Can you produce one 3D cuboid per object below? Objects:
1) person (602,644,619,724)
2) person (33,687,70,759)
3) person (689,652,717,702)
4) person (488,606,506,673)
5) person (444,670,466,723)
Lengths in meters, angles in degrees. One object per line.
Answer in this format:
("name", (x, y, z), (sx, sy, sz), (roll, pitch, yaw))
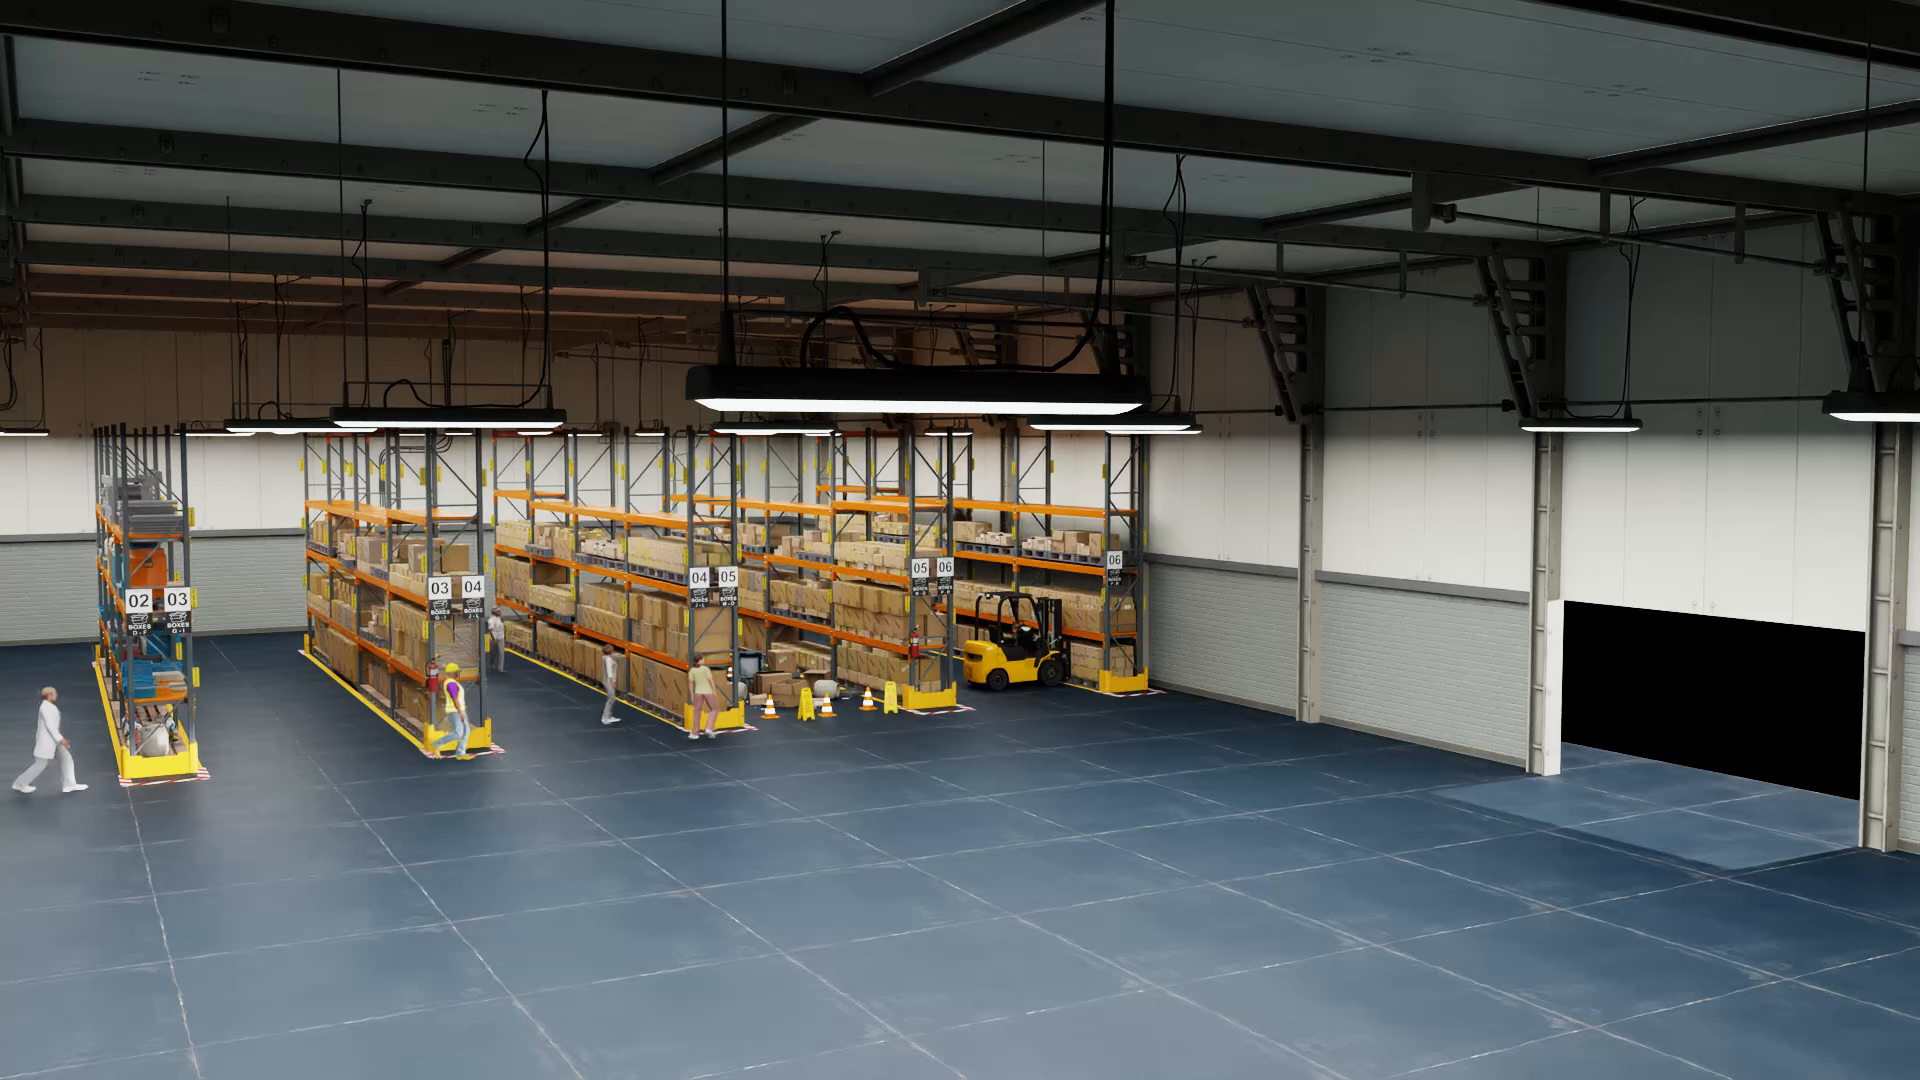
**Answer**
("person", (-7.078, 2.904, 33.623), (0.326, 1.625, 0.504), (0, 3, -7))
("person", (-14.638, 2.944, 26.783), (0.591, 1.149, 0.534), (-1, 4, -11))
("person", (-4.891, 2.618, 31.618), (0.537, 0.982, 0.338), (0, 3, 5))
("person", (-11.373, 2.428, 40.846), (0.425, 1.643, 0.928), (-1, 4, -23))
("person", (-8.995, 2.756, 29.580), (0.445, 1.056, 0.531), (0, 3, -2))
